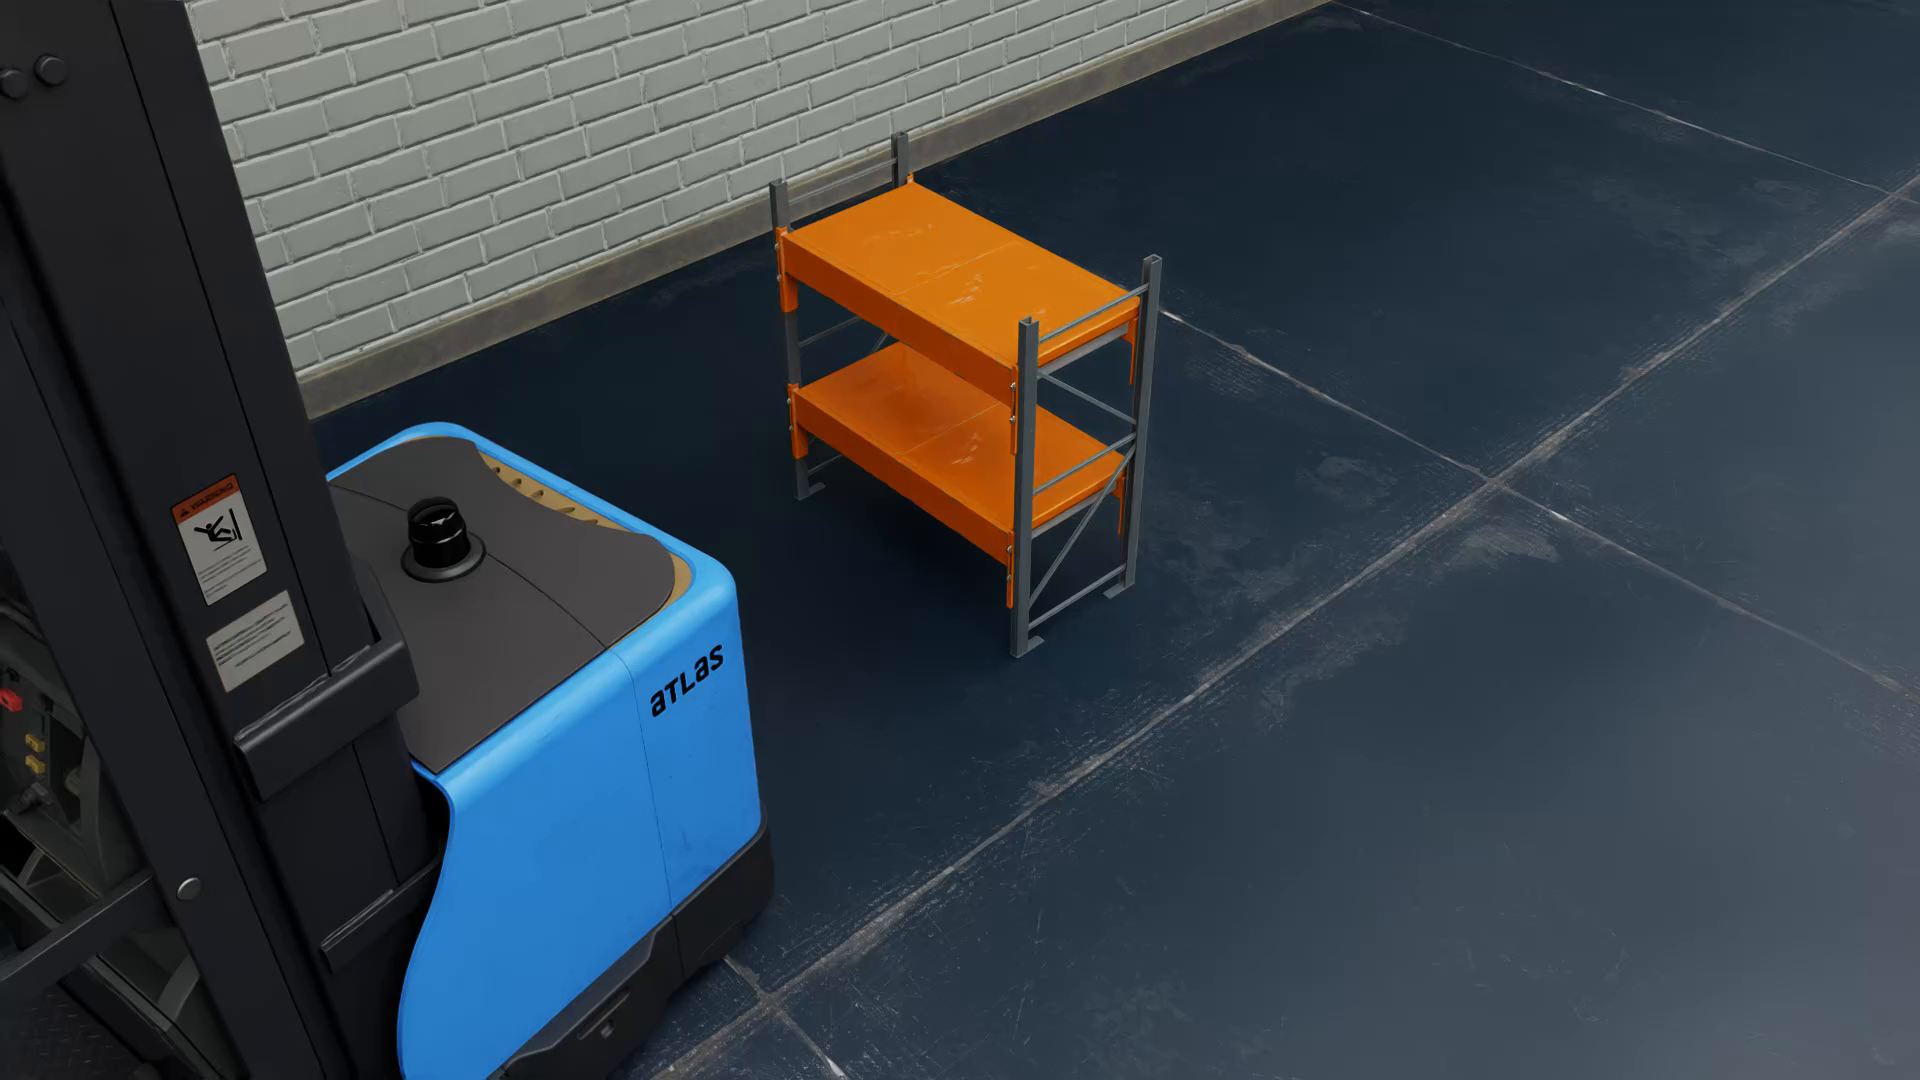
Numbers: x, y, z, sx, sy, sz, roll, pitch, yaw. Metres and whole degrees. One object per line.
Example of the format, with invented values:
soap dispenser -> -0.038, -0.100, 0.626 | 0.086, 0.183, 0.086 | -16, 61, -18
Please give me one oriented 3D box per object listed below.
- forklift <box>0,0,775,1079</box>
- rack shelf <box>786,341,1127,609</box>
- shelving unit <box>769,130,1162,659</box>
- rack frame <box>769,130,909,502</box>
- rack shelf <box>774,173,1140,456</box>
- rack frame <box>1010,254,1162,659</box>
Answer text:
forklift -> -1.742, 0.314, 2.528 | 1.130, 2.935, 3.031 | 25, 45, 28
rack shelf -> -0.005, -0.251, 5.054 | 0.538, 0.278, 1.000 | -30, 48, -32
shelving unit -> -0.005, -0.441, 4.900 | 0.538, 1.125, 1.048 | -30, 48, -32
rack frame -> -0.348, -0.676, 5.192 | 0.500, 1.125, 0.032 | -30, 48, -32
rack shelf -> -0.005, -0.668, 4.717 | 0.538, 0.278, 1.000 | -30, 48, -32
rack frame -> 0.339, -0.205, 4.609 | 0.500, 1.125, 0.032 | -30, 48, -32
